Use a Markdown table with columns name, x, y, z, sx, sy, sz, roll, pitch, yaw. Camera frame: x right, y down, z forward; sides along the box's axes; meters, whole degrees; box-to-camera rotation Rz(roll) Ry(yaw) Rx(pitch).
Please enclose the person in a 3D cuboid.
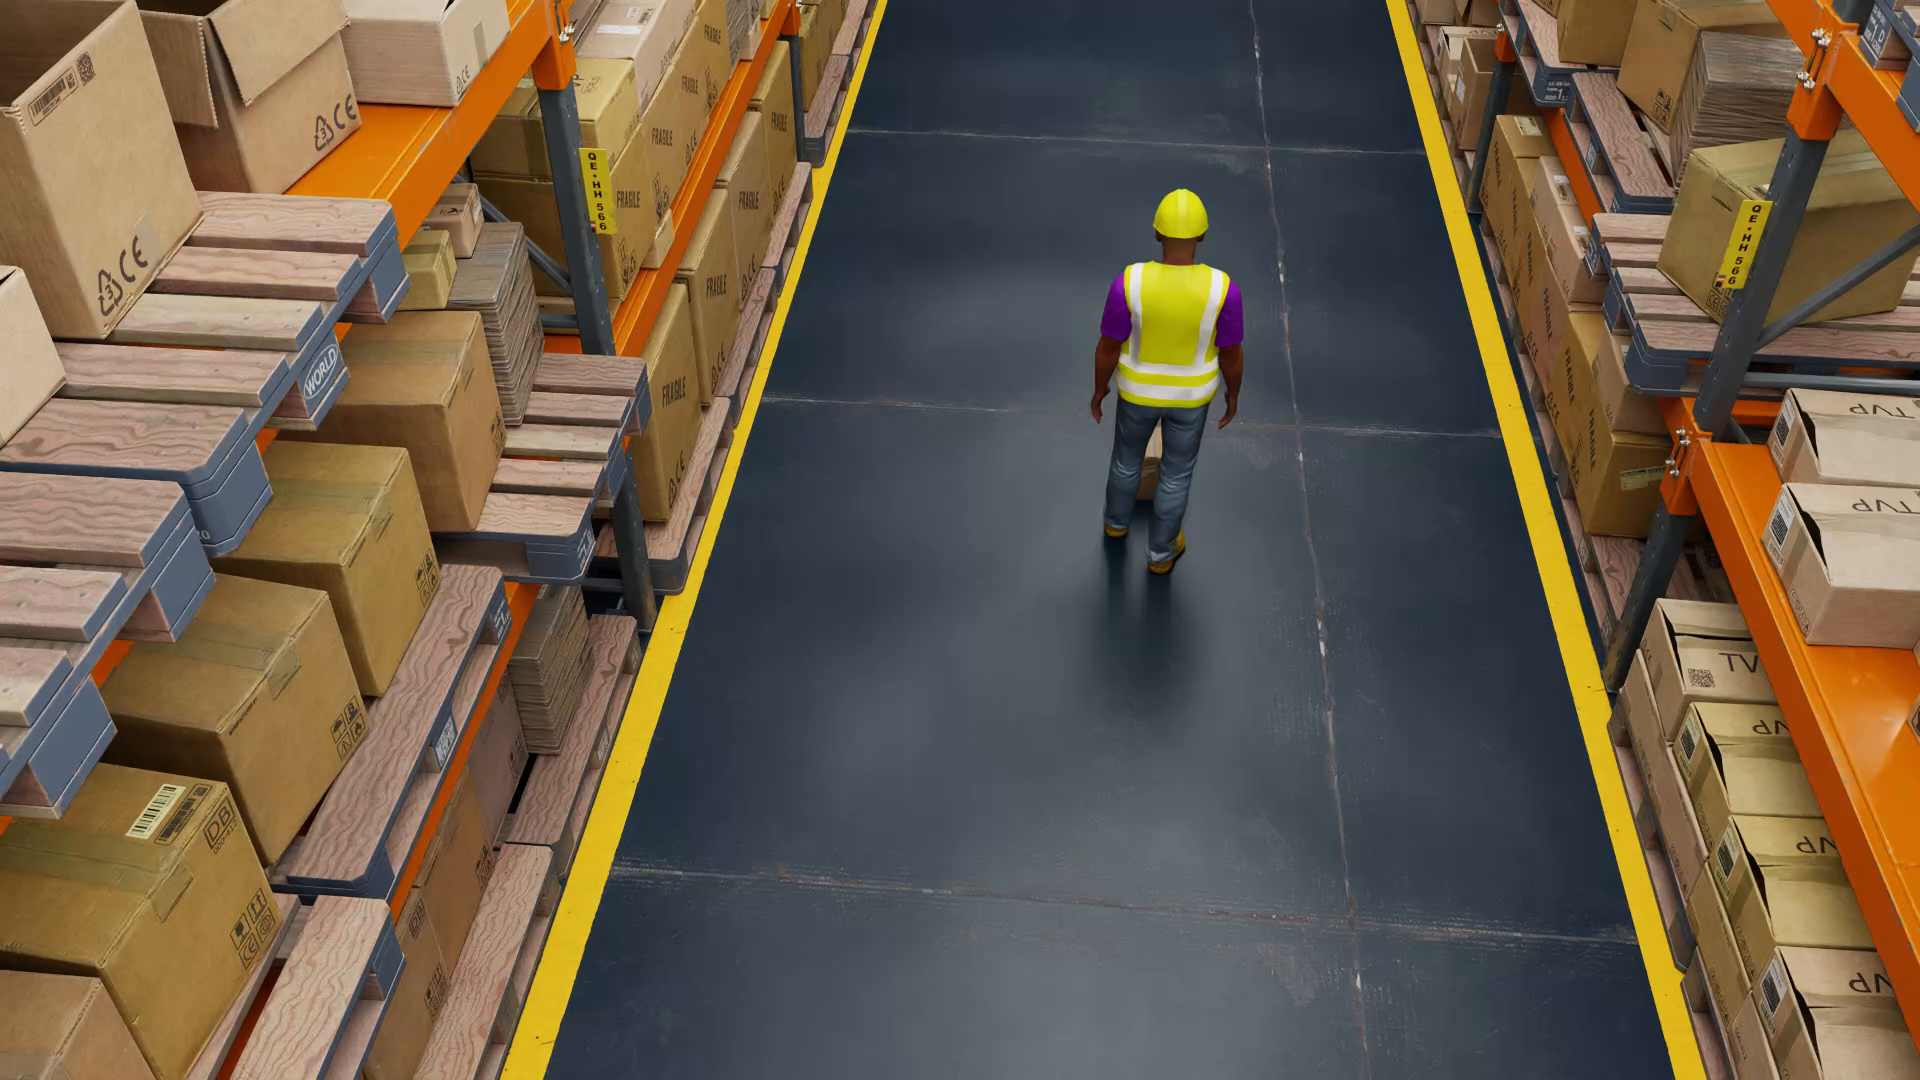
| name | x | y | z | sx | sy | sz | roll | pitch | yaw |
| --- | --- | --- | --- | --- | --- | --- | --- | --- | --- |
| person | 0.868 | -0.686 | 6.948 | 0.607 | 1.769 | 0.552 | 7 | 40 | 8 |
